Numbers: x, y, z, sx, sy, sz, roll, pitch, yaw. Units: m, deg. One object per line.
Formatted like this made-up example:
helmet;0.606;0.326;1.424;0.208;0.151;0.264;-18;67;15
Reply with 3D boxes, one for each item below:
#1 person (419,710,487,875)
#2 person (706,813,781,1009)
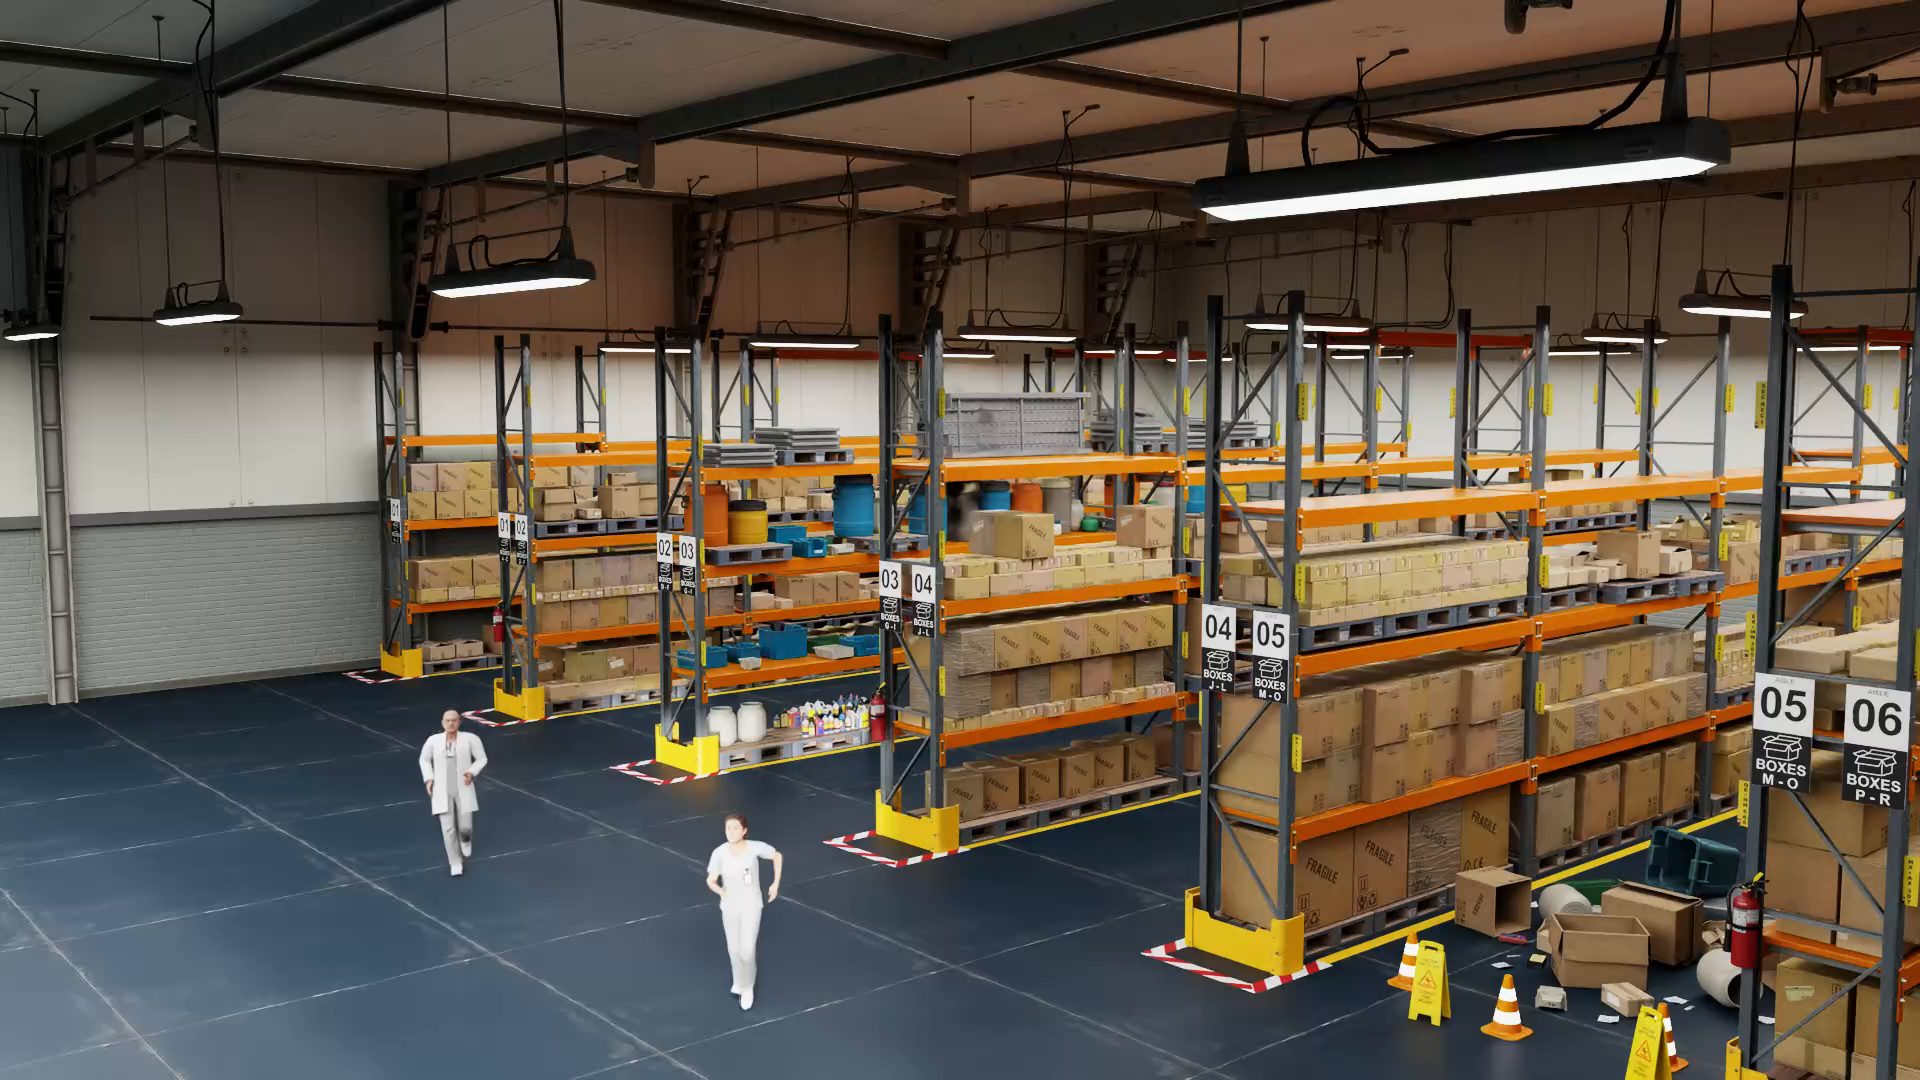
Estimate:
person;-5.428;2.676;17.818;0.704;1.734;0.724;-1;5;-13
person;-1.799;3.070;13.839;0.574;1.636;0.835;1;5;6
